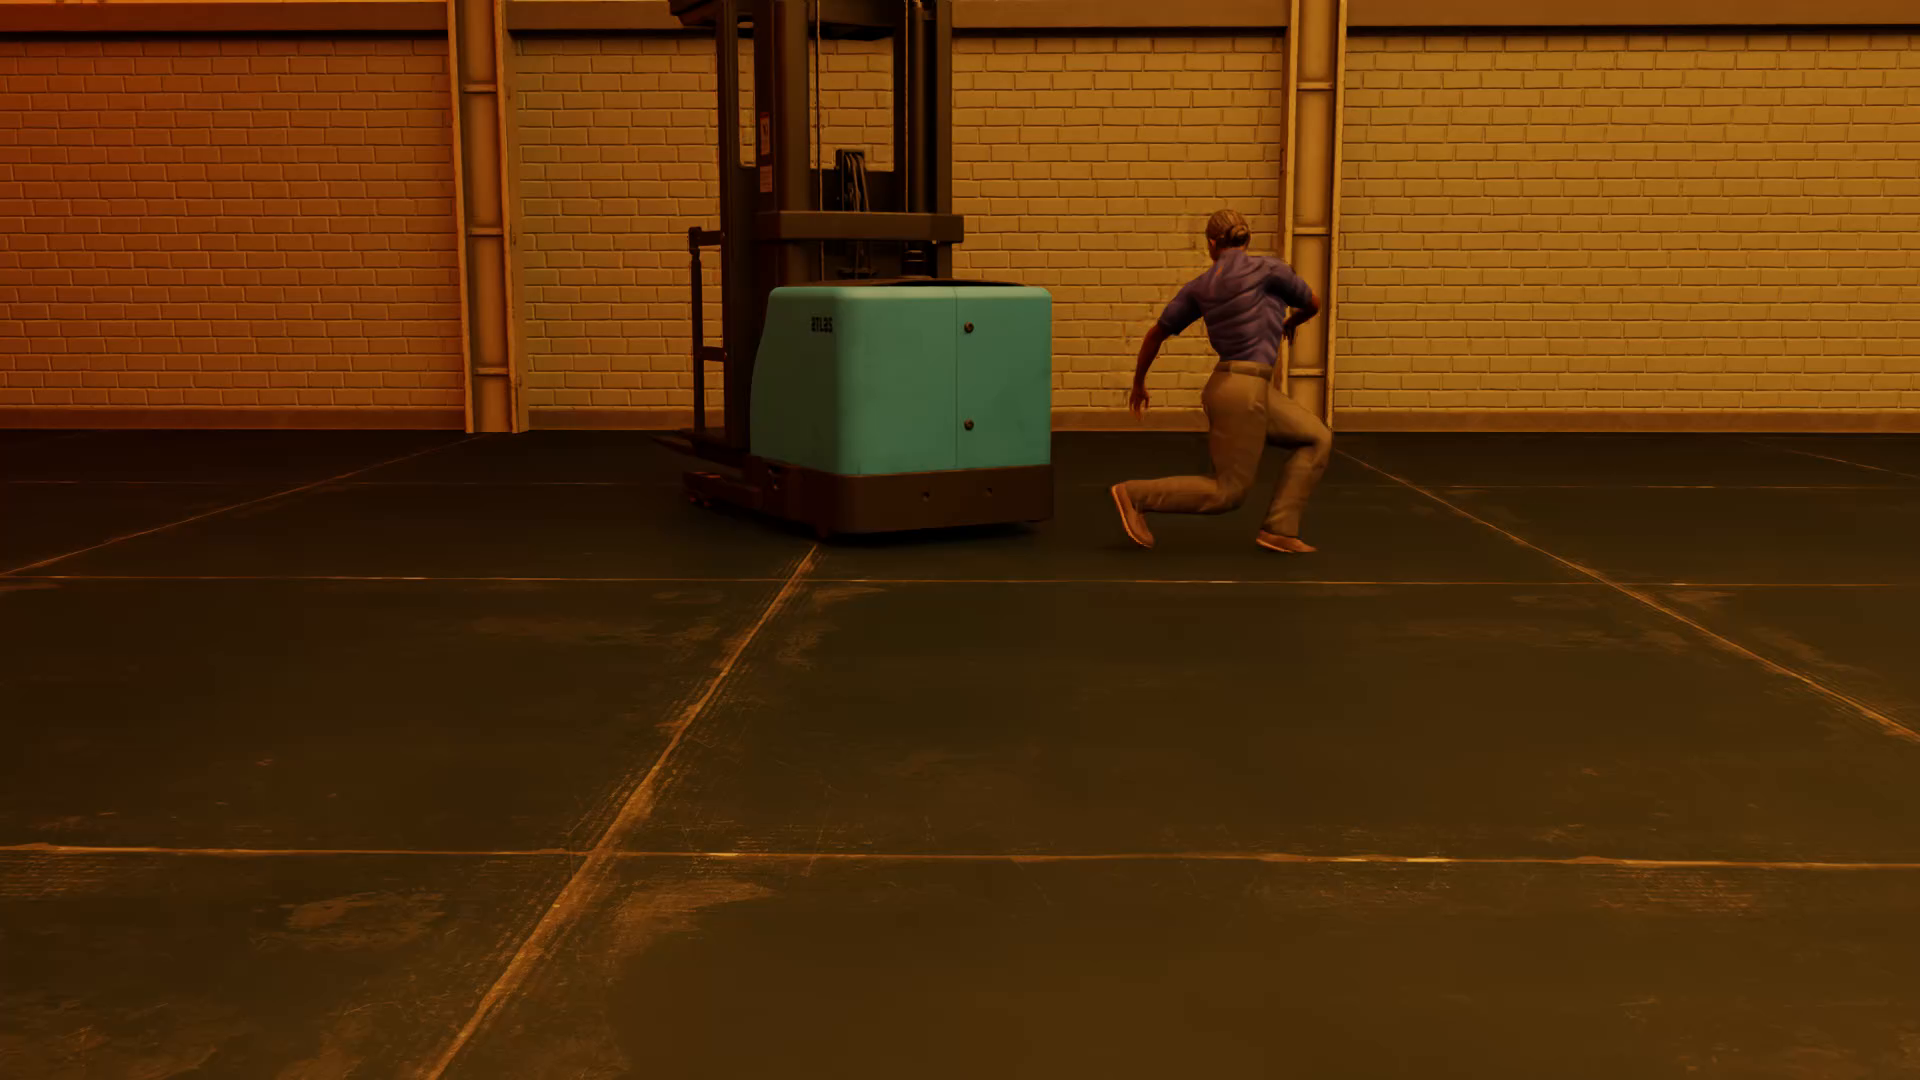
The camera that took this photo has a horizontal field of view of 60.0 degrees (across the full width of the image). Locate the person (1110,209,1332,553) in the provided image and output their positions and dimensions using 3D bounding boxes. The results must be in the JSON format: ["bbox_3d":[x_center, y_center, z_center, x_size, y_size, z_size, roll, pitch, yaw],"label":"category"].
[{"bbox_3d":[1.063,-0.631,6.814,0.895,1.428,0.625,-1,9,-7],"label":"person"}]

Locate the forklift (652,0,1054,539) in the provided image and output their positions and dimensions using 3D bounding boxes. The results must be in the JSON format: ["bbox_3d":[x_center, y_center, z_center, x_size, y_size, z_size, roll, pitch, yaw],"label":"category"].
[{"bbox_3d":[-0.735,-1.636,8.129,1.130,2.935,3.031,-5,10,-28],"label":"forklift"}]
